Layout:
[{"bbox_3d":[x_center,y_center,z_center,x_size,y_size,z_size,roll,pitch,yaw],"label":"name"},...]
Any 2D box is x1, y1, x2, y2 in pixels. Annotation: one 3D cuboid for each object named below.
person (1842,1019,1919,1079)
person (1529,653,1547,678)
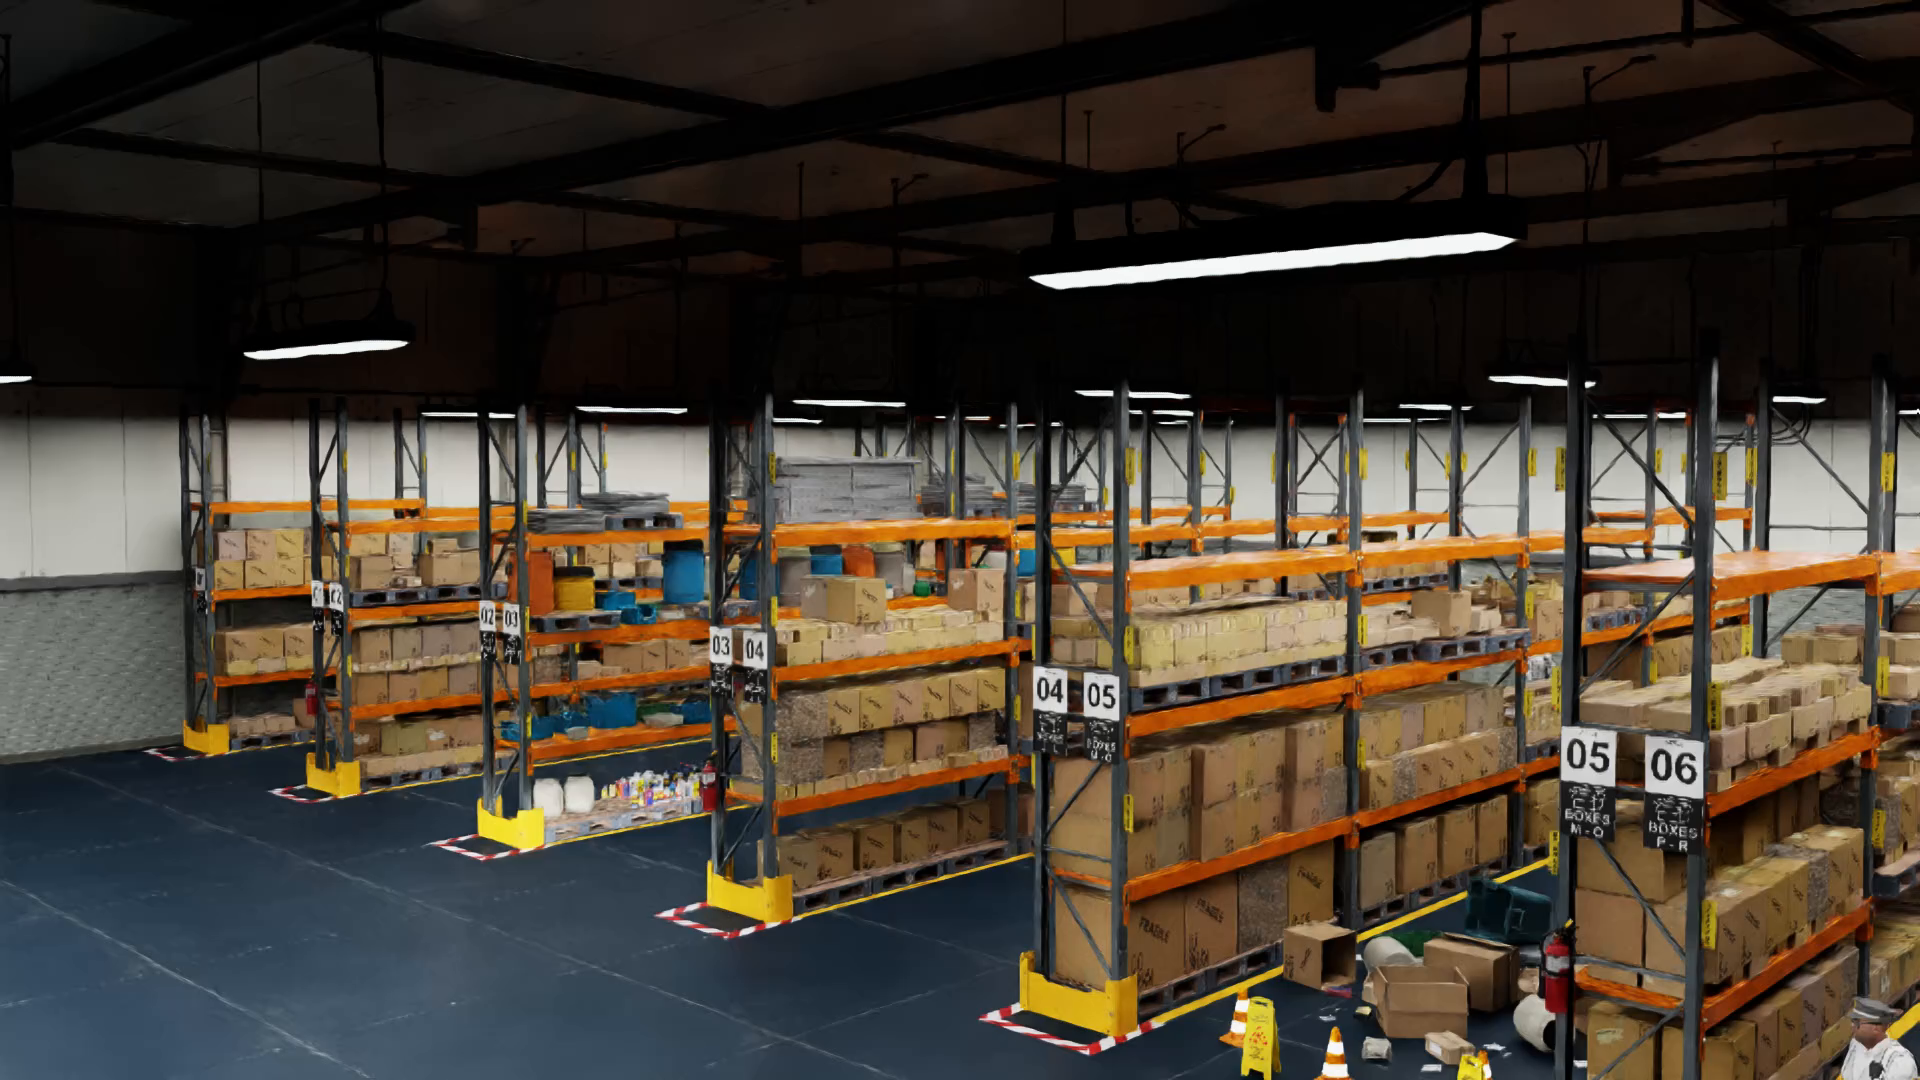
[{"bbox_3d":[5.828,3.723,10.413,0.517,1.647,0.579,0,3,-9],"label":"person"},{"bbox_3d":[11.182,2.672,31.994,0.588,1.595,0.800,2,3,27],"label":"person"}]
